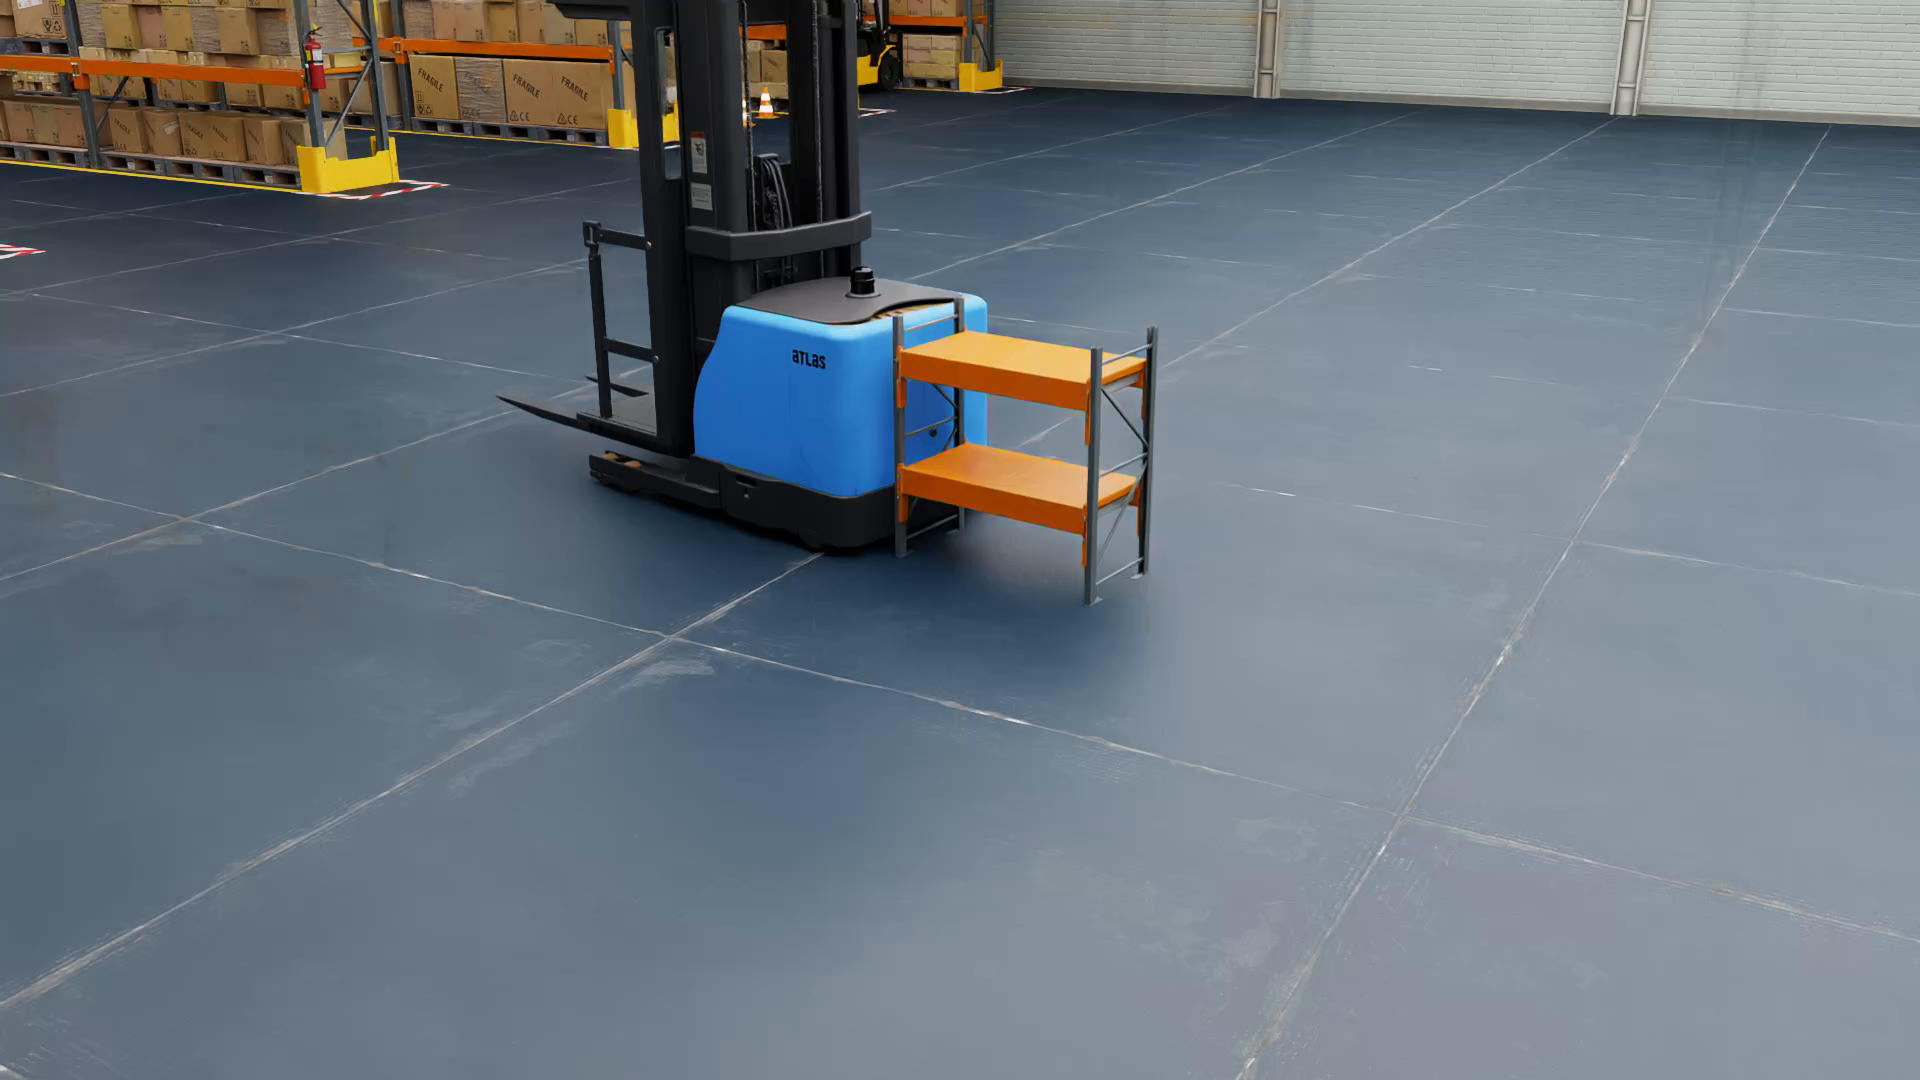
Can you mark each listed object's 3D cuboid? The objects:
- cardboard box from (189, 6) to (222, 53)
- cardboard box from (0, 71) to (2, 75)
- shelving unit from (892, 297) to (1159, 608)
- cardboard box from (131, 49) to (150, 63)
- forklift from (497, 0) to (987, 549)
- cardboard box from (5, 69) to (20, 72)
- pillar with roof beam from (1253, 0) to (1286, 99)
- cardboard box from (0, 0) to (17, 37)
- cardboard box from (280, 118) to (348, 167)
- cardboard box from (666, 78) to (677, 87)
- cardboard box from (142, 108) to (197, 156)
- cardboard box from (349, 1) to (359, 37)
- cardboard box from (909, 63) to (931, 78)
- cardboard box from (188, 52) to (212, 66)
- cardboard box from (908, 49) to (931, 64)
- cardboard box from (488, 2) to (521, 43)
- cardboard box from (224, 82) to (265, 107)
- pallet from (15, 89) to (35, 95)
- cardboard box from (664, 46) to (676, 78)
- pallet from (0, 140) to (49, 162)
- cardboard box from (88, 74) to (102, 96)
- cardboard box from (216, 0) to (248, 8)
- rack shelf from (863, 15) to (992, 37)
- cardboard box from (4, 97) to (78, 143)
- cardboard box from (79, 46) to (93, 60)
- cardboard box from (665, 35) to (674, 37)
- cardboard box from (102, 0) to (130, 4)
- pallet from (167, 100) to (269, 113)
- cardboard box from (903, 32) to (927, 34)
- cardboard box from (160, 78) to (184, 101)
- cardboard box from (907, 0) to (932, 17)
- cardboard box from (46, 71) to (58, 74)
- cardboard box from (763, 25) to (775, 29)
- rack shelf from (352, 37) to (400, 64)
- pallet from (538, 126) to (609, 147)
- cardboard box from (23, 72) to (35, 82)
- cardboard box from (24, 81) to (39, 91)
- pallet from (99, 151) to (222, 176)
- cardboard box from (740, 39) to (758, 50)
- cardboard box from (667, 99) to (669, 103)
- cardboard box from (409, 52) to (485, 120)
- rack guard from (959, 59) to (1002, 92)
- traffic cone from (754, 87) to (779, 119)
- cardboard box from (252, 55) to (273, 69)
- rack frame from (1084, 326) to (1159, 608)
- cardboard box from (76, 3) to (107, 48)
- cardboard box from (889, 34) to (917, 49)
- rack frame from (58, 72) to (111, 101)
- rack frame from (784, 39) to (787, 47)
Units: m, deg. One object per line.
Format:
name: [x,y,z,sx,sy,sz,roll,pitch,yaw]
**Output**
cardboard box: [-8.259,-5.866,19.055,0.500,0.500,0.875,11,23,27]
cardboard box: [-16.605,-8.142,29.041,0.250,0.149,0.380,12,23,30]
shelving unit: [0.274,-0.414,7.356,1.048,1.125,0.538,14,24,33]
cardboard box: [-9.468,-5.687,19.512,0.250,0.149,0.380,11,23,27]
forklift: [-1.290,-1.736,8.354,3.031,2.935,1.130,17,26,39]
cardboard box: [-16.221,-8.164,28.665,0.250,0.149,0.380,10,22,25]
pillar with roof beam: [3.339,-10.790,24.413,0.400,9.000,9.100,11,23,27]
cardboard box: [-11.932,-6.608,20.916,0.637,0.503,0.797,13,24,33]
cardboard box: [-7.419,-4.567,19.107,0.500,0.500,0.500,16,25,37]
cardboard box: [-4.686,-7.693,28.089,0.500,0.250,0.500,12,23,30]
cardboard box: [-9.540,-4.952,20.169,0.500,0.500,0.500,-17,26,-39]
cardboard box: [-8.893,-7.699,24.545,0.500,0.500,0.500,11,22,27]
cardboard box: [-0.625,-8.839,31.250,0.500,0.250,0.500,11,23,27]
cardboard box: [-8.592,-5.522,19.058,0.250,0.149,0.380,11,23,27]
cardboard box: [-0.641,-9.079,31.178,0.500,0.250,0.500,11,22,27]
cardboard box: [-6.122,-7.306,23.387,0.500,0.550,0.875,11,23,27]
cardboard box: [-10.871,-7.238,26.104,0.750,0.750,1.050,10,22,27]
pallet: [-16.523,-7.884,29.291,1.213,0.211,1.003,11,23,27]
cardboard box: [-4.684,-8.045,27.961,0.500,0.500,0.500,12,23,29]
pallet: [-12.123,-5.122,21.676,1.213,0.211,1.003,11,23,27]
cardboard box: [-14.335,-7.712,27.777,0.500,0.500,0.500,12,23,29]
cardboard box: [-7.922,-6.192,18.488,0.500,0.500,0.500,11,23,27]
rack shelf: [-1.377,-9.859,31.701,4.000,0.370,1.077,11,23,27]
cardboard box: [-11.795,-5.419,21.427,0.500,0.500,0.700,9,22,23]
cardboard box: [-10.333,-5.858,19.984,0.250,0.149,0.380,11,23,27]
cardboard box: [-5.503,-10.062,34.072,0.625,0.625,0.875,12,23,29]
cardboard box: [-9.668,-6.525,19.405,0.500,0.500,0.500,11,23,27]
pallet: [-12.040,-7.046,26.980,1.213,0.211,1.003,11,23,27]
cardboard box: [-0.828,-9.544,31.728,0.500,0.250,0.500,11,22,27]
cardboard box: [-12.512,-7.368,26.827,0.500,0.500,0.500,12,23,29]
cardboard box: [-0.637,-10.004,30.900,0.500,0.500,0.500,12,23,29]
cardboard box: [-15.288,-8.010,28.241,0.250,0.149,0.380,12,23,29]
cardboard box: [-2.968,-8.325,26.785,0.250,0.149,0.380,10,22,26]
rack shelf: [-9.613,-7.556,25.350,4.000,0.370,1.077,11,23,27]
pallet: [-5.111,-5.695,23.255,1.213,0.211,1.003,11,23,27]
cardboard box: [-15.766,-7.927,28.448,0.250,0.149,0.380,10,22,25]
cardboard box: [-15.807,-7.805,28.549,0.250,0.149,0.380,10,22,26]
pallet: [-9.770,-4.689,20.483,1.213,0.211,1.003,11,23,27]
cardboard box: [-3.446,-8.088,27.129,0.250,0.149,0.380,11,23,28]
cardboard box: [-4.817,-6.751,25.739,0.637,0.503,0.797,-4,20,-10]
cardboard box: [-7.352,-6.634,24.256,0.875,0.875,0.875,11,23,28]
rack guard: [0.390,-8.686,31.076,0.348,0.500,1.175,11,23,27]
traffic cone: [-3.053,-6.881,26.157,0.334,0.463,0.336,11,23,27]
cardboard box: [-7.692,-5.372,18.644,0.250,0.149,0.380,11,23,27]
rack frame: [0.686,-0.312,7.076,0.032,1.125,0.500,14,24,33]
cardboard box: [-10.011,-6.195,19.962,0.500,0.500,0.875,11,23,27]
cardboard box: [-1.079,-9.387,31.295,0.500,0.250,0.500,11,23,28]
rack frame: [-14.851,-8.892,27.978,0.127,3.000,1.000,11,23,27]
rack frame: [-3.123,-10.530,32.495,0.127,3.000,1.000,11,23,27]
